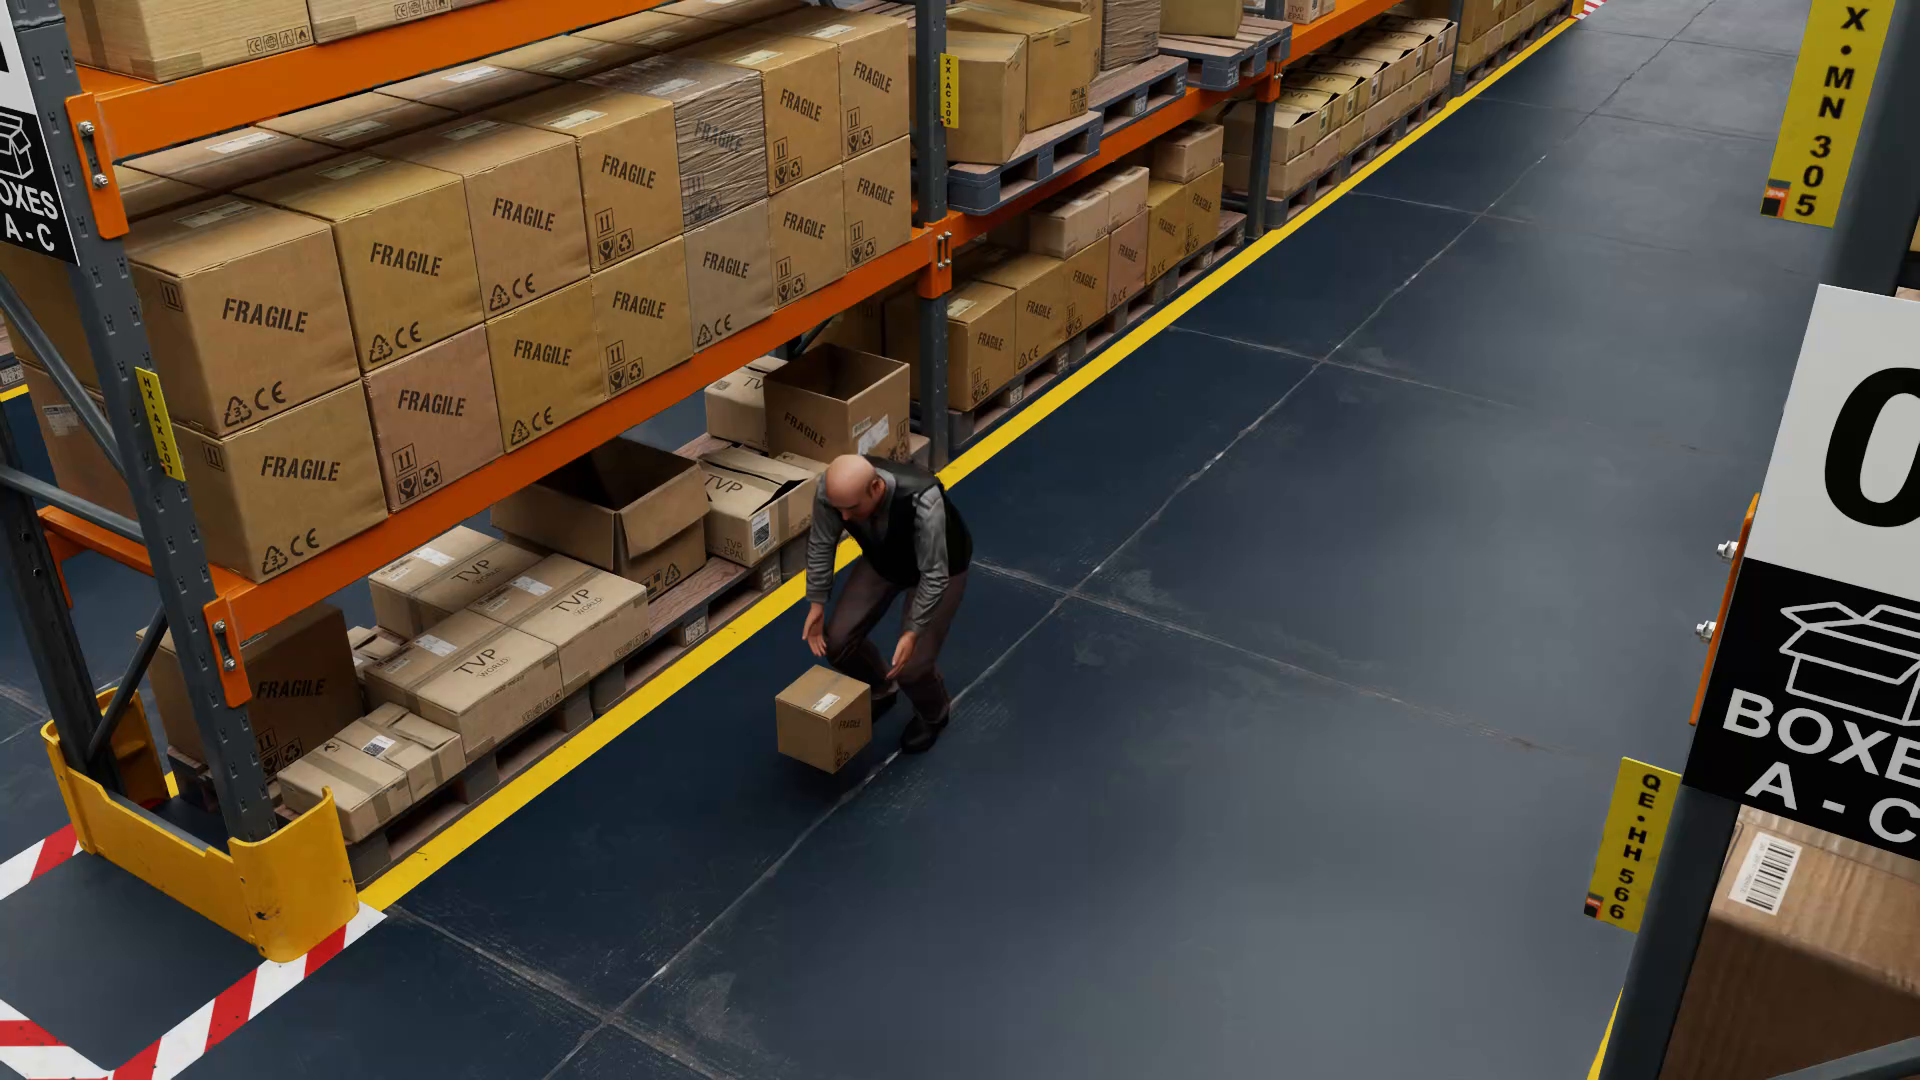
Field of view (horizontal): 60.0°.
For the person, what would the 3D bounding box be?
[{"bbox_3d":[-0.244,0.184,6.216,0.591,1.348,0.720,18,35,27],"label":"person"}]
